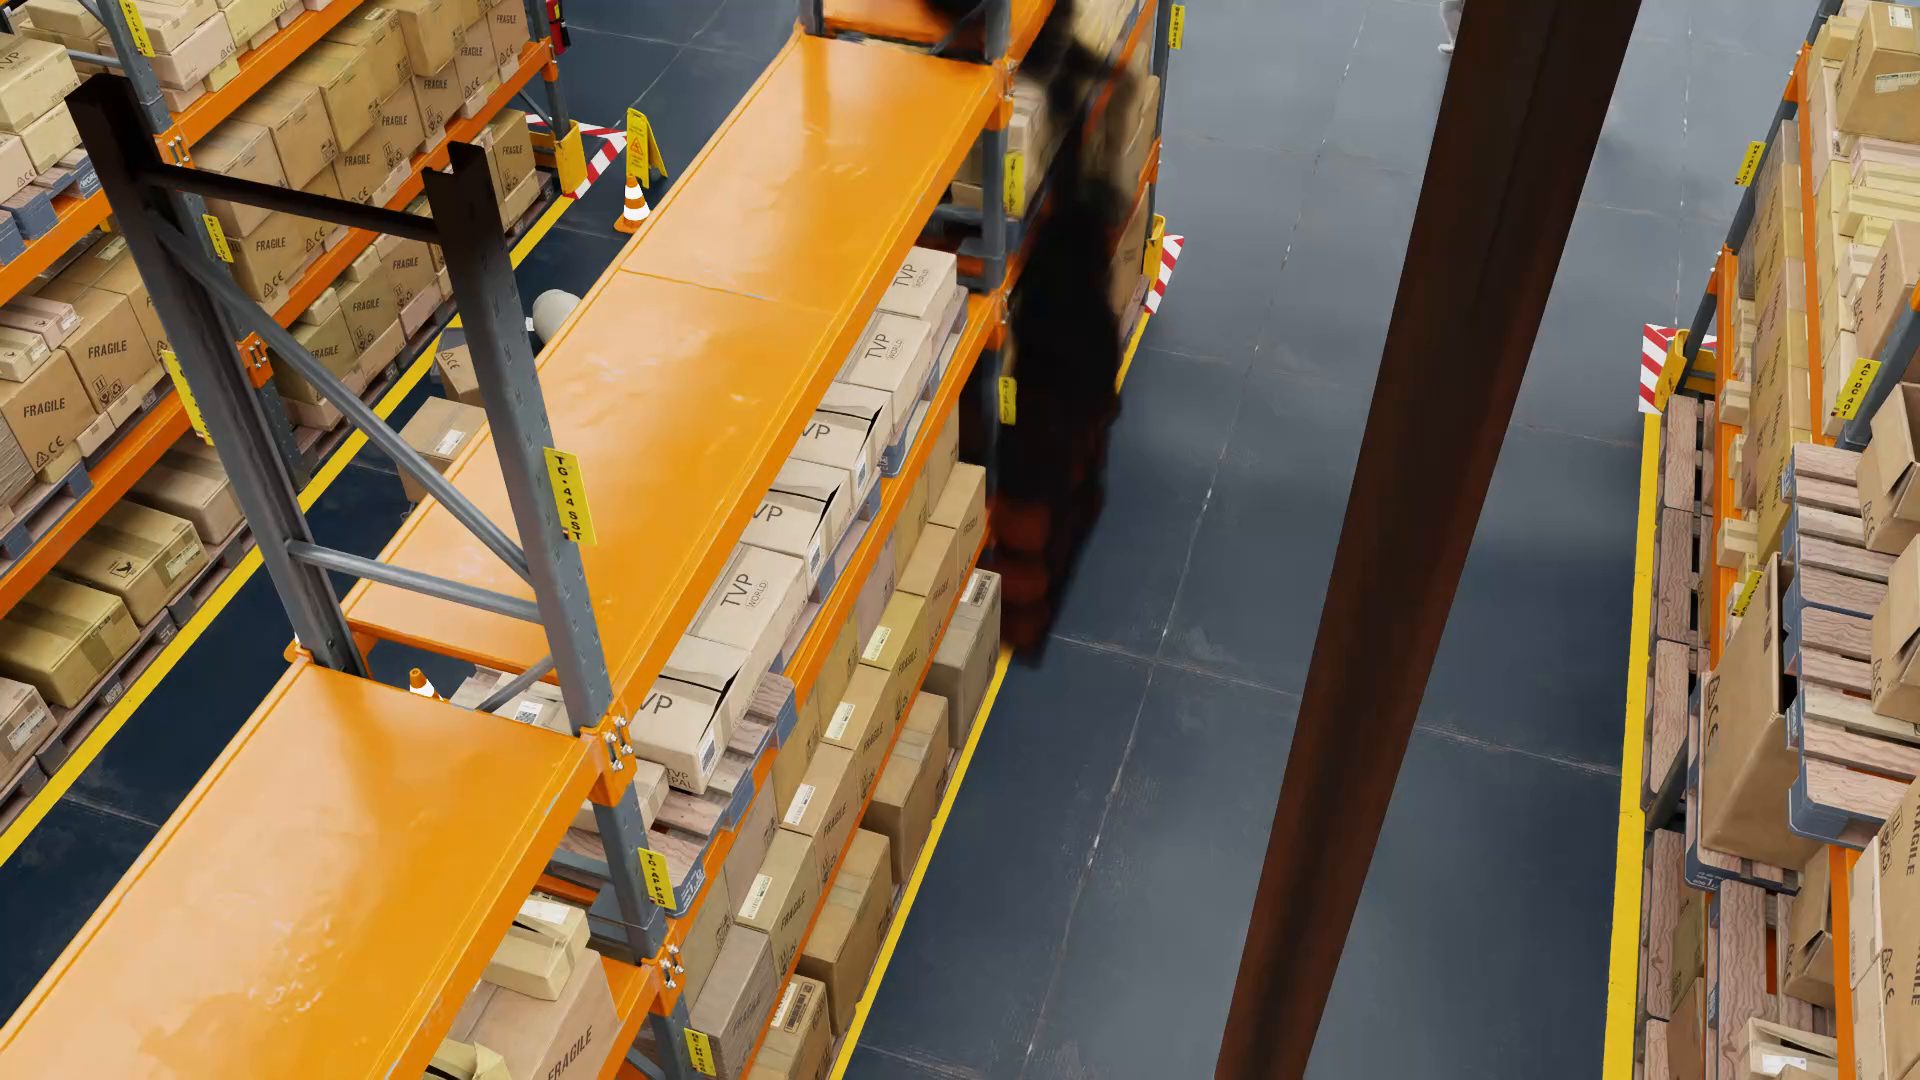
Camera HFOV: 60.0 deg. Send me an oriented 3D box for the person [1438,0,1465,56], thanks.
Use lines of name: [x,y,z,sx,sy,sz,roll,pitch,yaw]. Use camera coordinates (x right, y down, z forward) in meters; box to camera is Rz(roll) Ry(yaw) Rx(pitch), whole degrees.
person: [4.626,-5.148,15.045,0.607,1.627,0.549,-34,54,-28]
